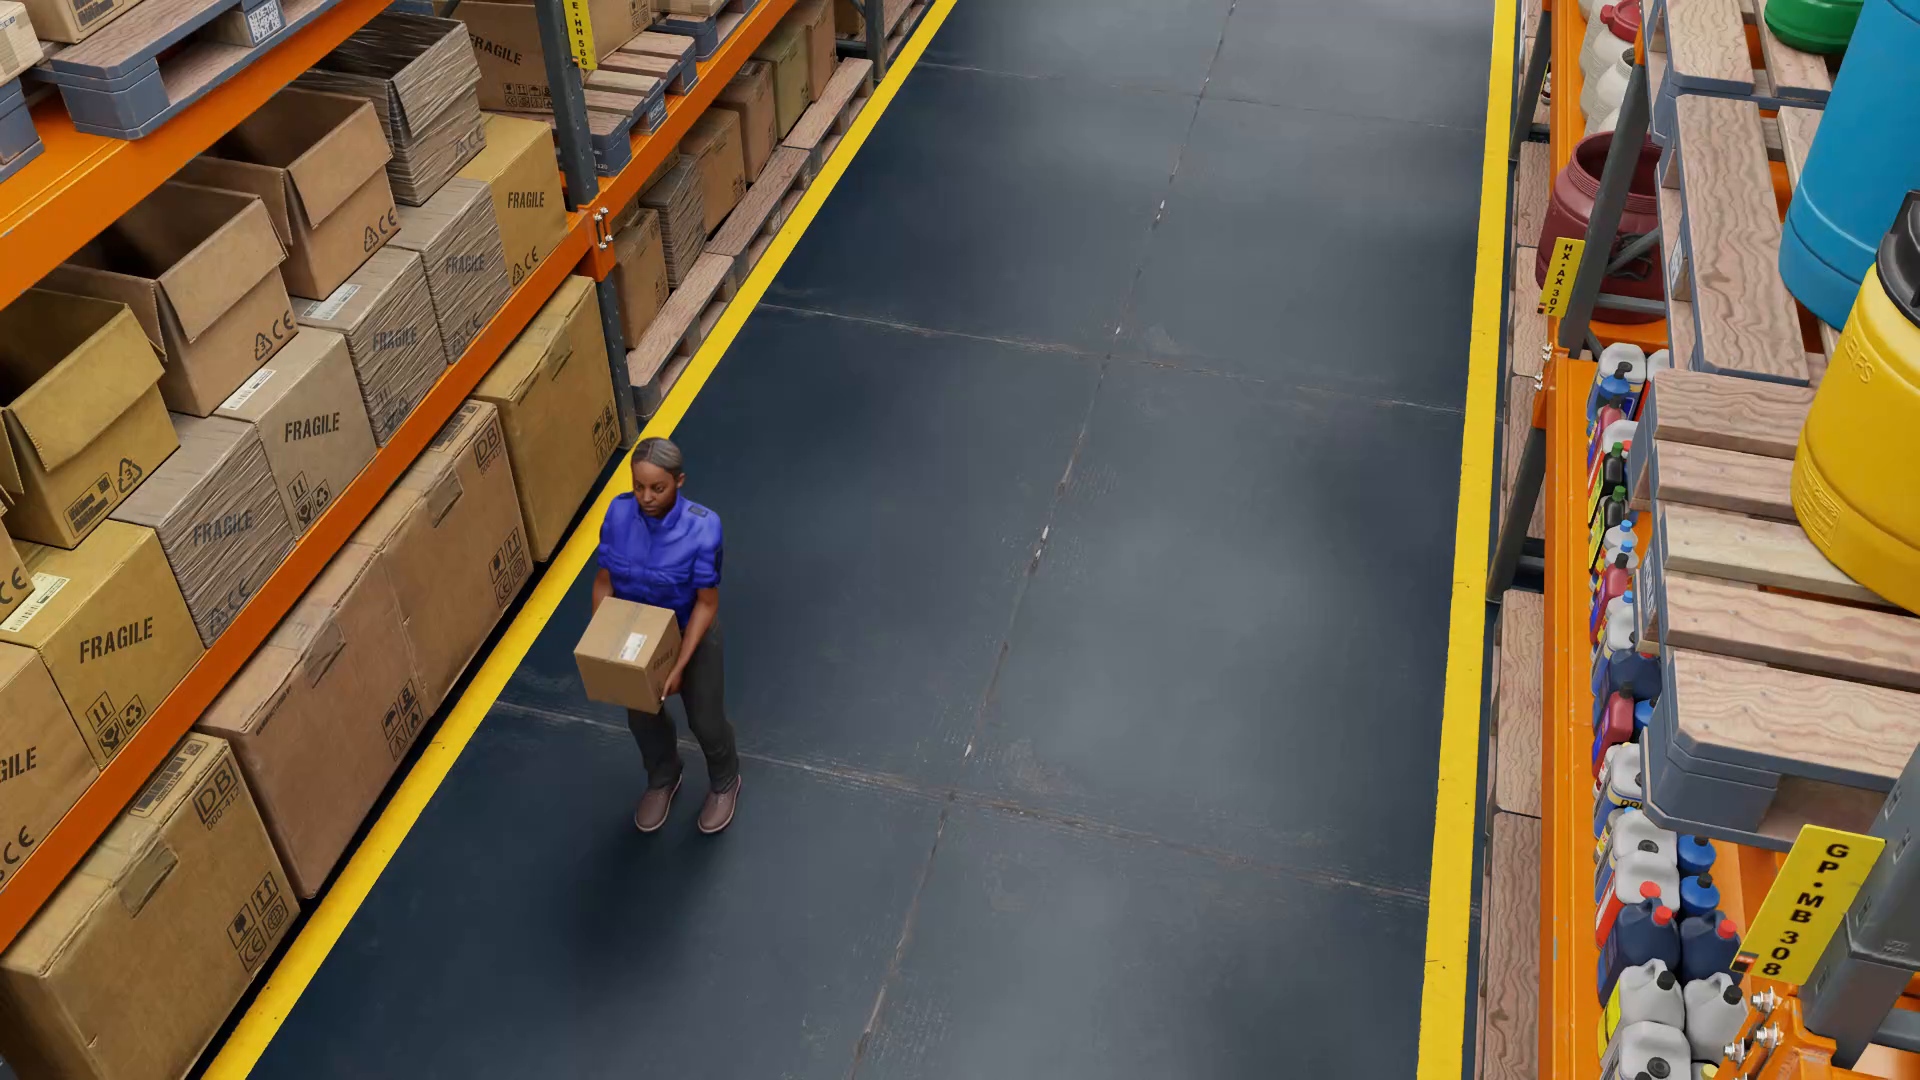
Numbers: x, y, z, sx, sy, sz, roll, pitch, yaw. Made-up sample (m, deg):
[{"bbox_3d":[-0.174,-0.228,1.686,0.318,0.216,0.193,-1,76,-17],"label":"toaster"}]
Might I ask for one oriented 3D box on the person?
[{"bbox_3d":[-1.032,0.395,5.720,0.451,1.648,0.522,11,42,12],"label":"person"}]
